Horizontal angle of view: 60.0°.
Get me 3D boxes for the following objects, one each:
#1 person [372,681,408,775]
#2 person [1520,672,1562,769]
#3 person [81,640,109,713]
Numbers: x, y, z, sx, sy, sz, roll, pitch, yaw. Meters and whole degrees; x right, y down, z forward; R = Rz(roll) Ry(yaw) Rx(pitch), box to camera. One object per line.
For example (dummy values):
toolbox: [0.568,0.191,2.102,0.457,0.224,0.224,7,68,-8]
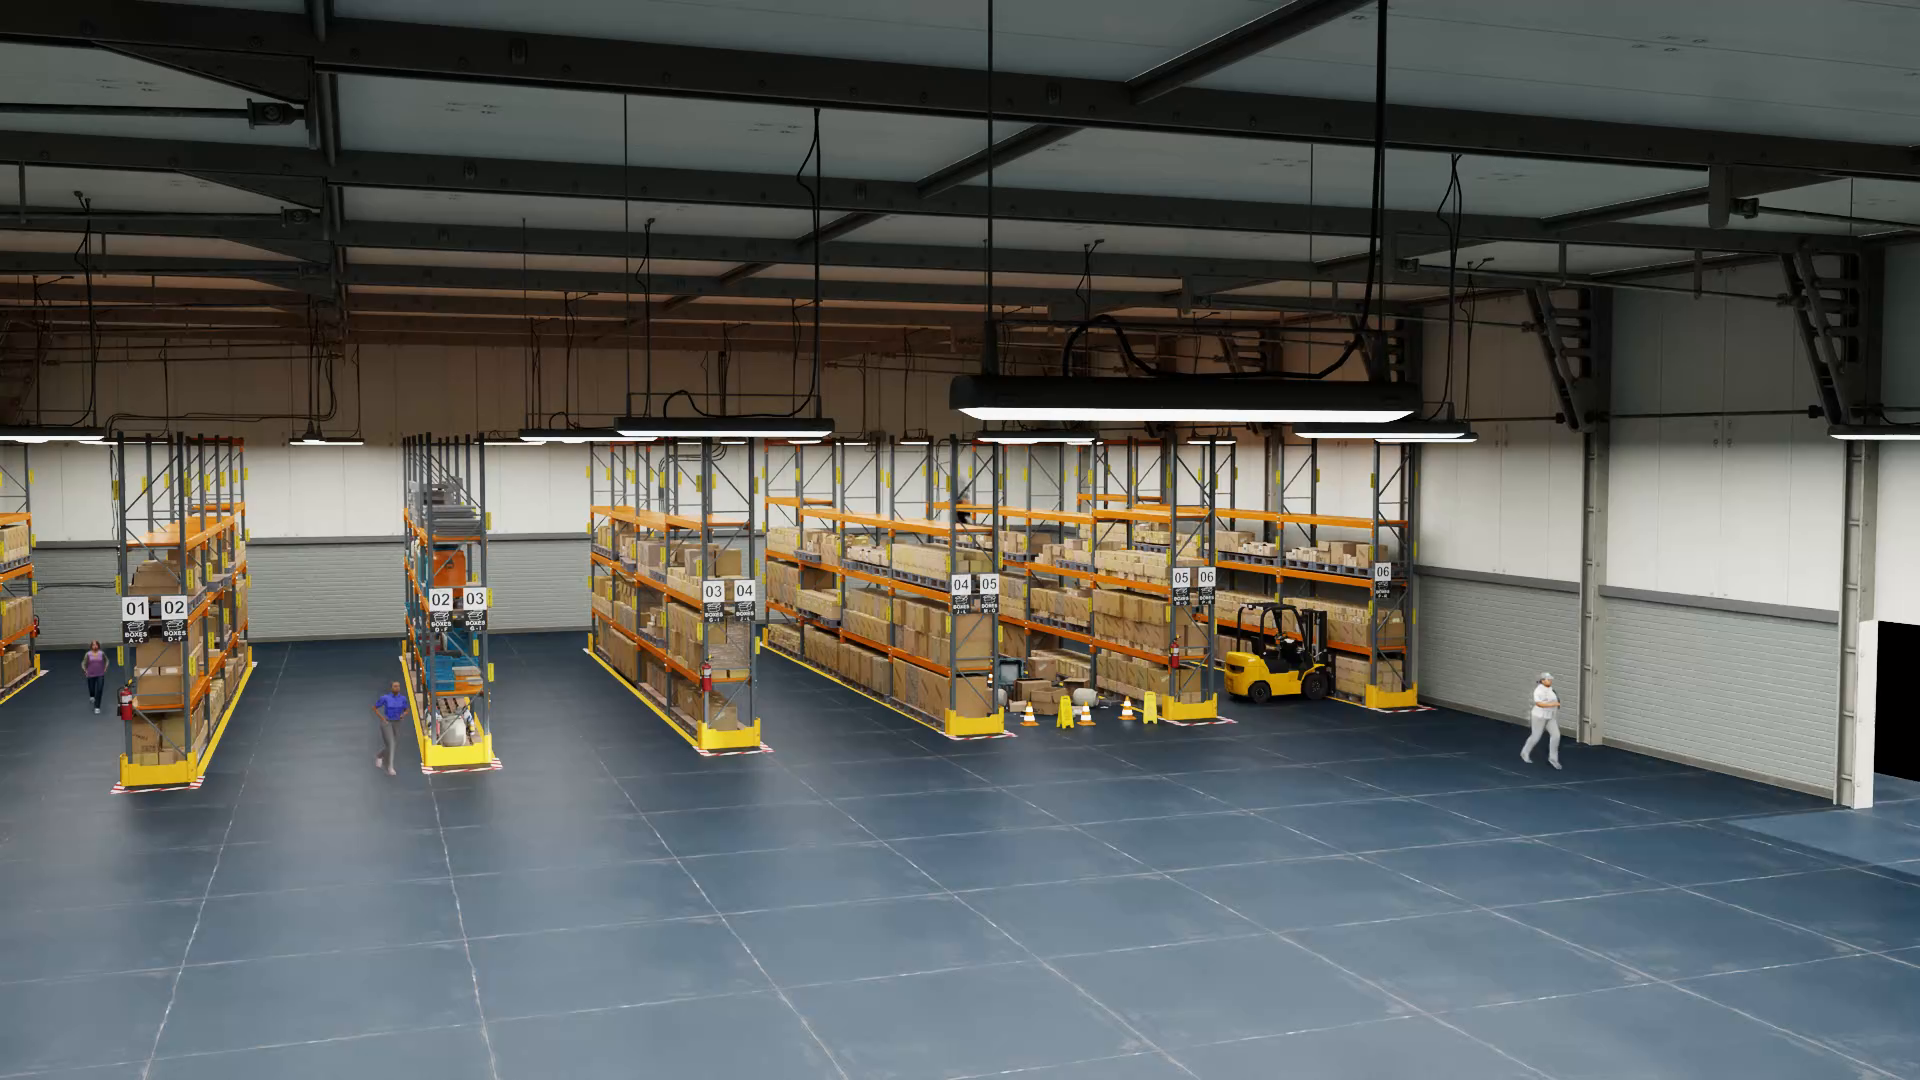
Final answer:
person: [-10.055,3.304,29.419,0.617,1.638,0.760,-3,4,-44]
person: [10.464,3.241,29.879,0.595,1.730,0.795,-2,4,-35]
person: [-18.742,2.961,36.067,0.546,1.545,0.658,-2,4,-31]
